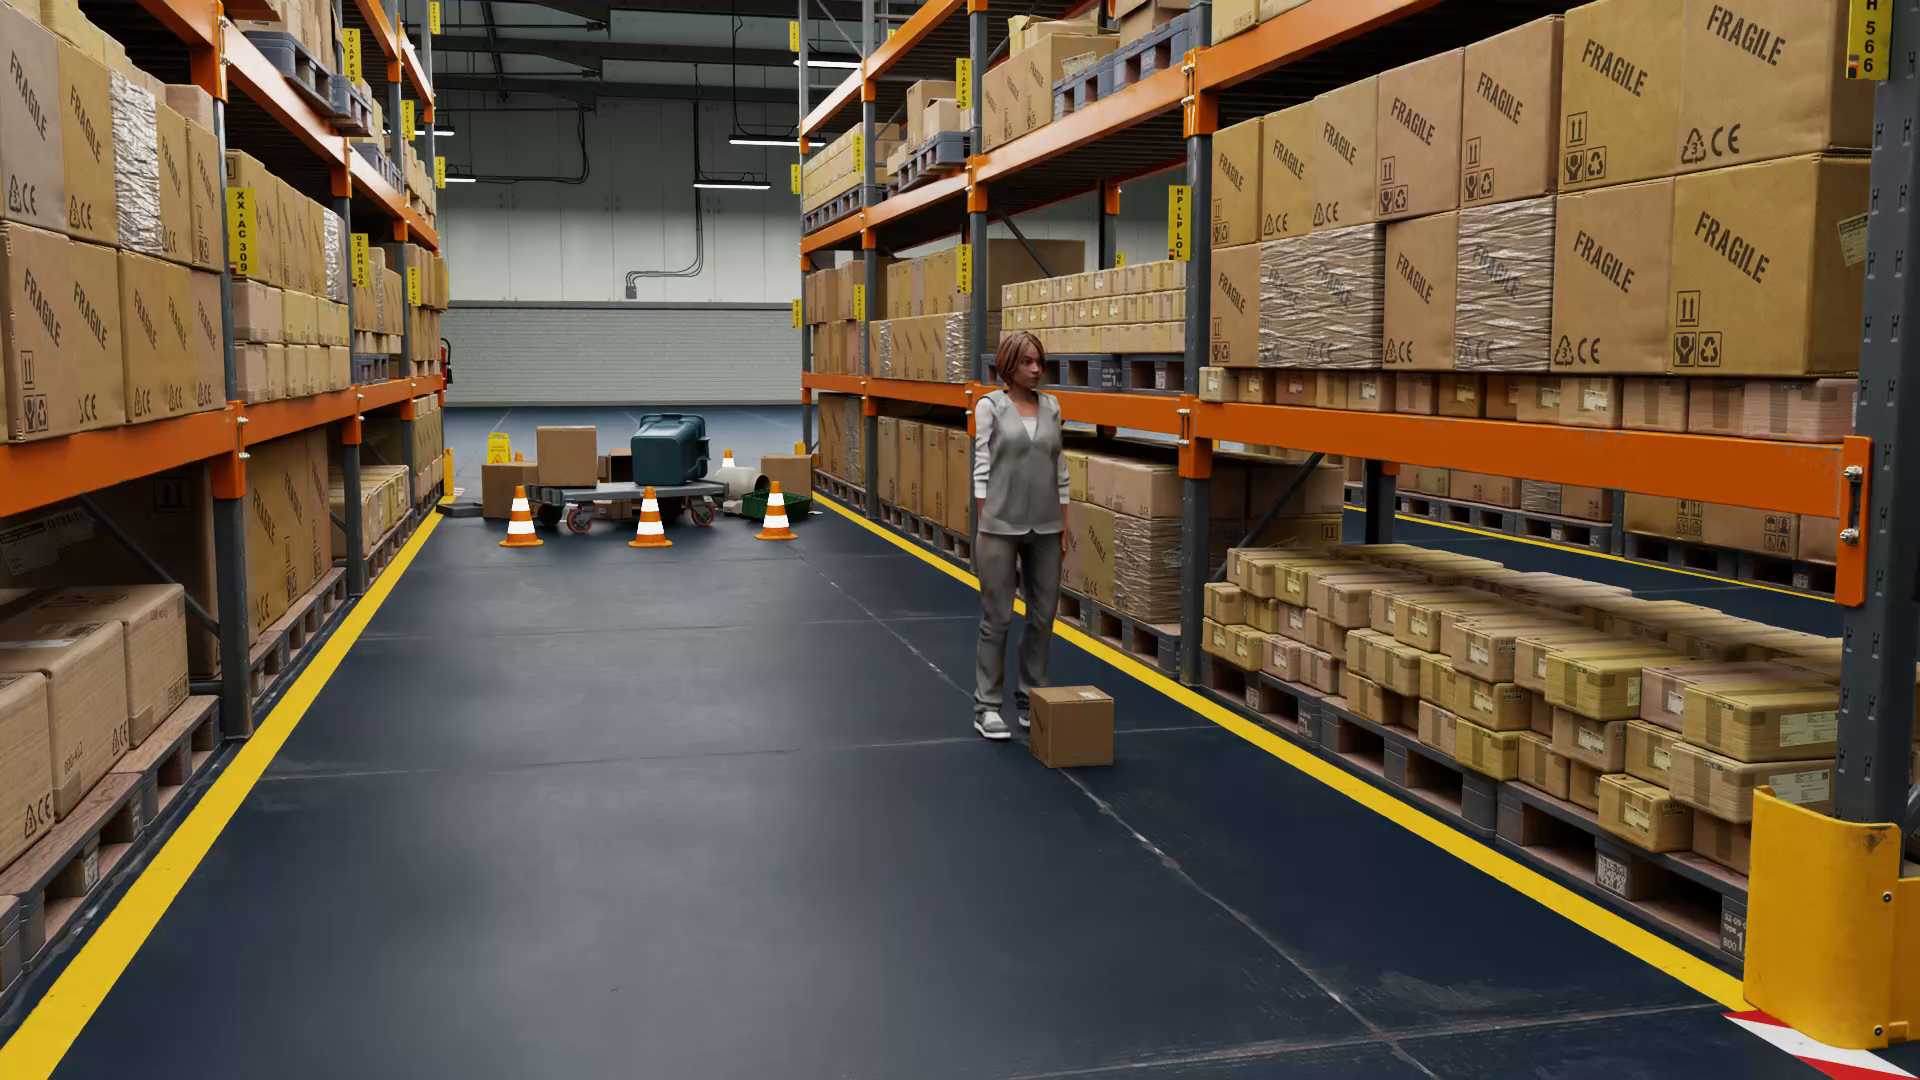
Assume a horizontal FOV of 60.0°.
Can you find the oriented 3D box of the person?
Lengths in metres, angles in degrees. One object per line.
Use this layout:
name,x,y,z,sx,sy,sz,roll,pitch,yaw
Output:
person,0.248,-0.021,6.566,0.404,1.598,0.311,-2,7,-21
